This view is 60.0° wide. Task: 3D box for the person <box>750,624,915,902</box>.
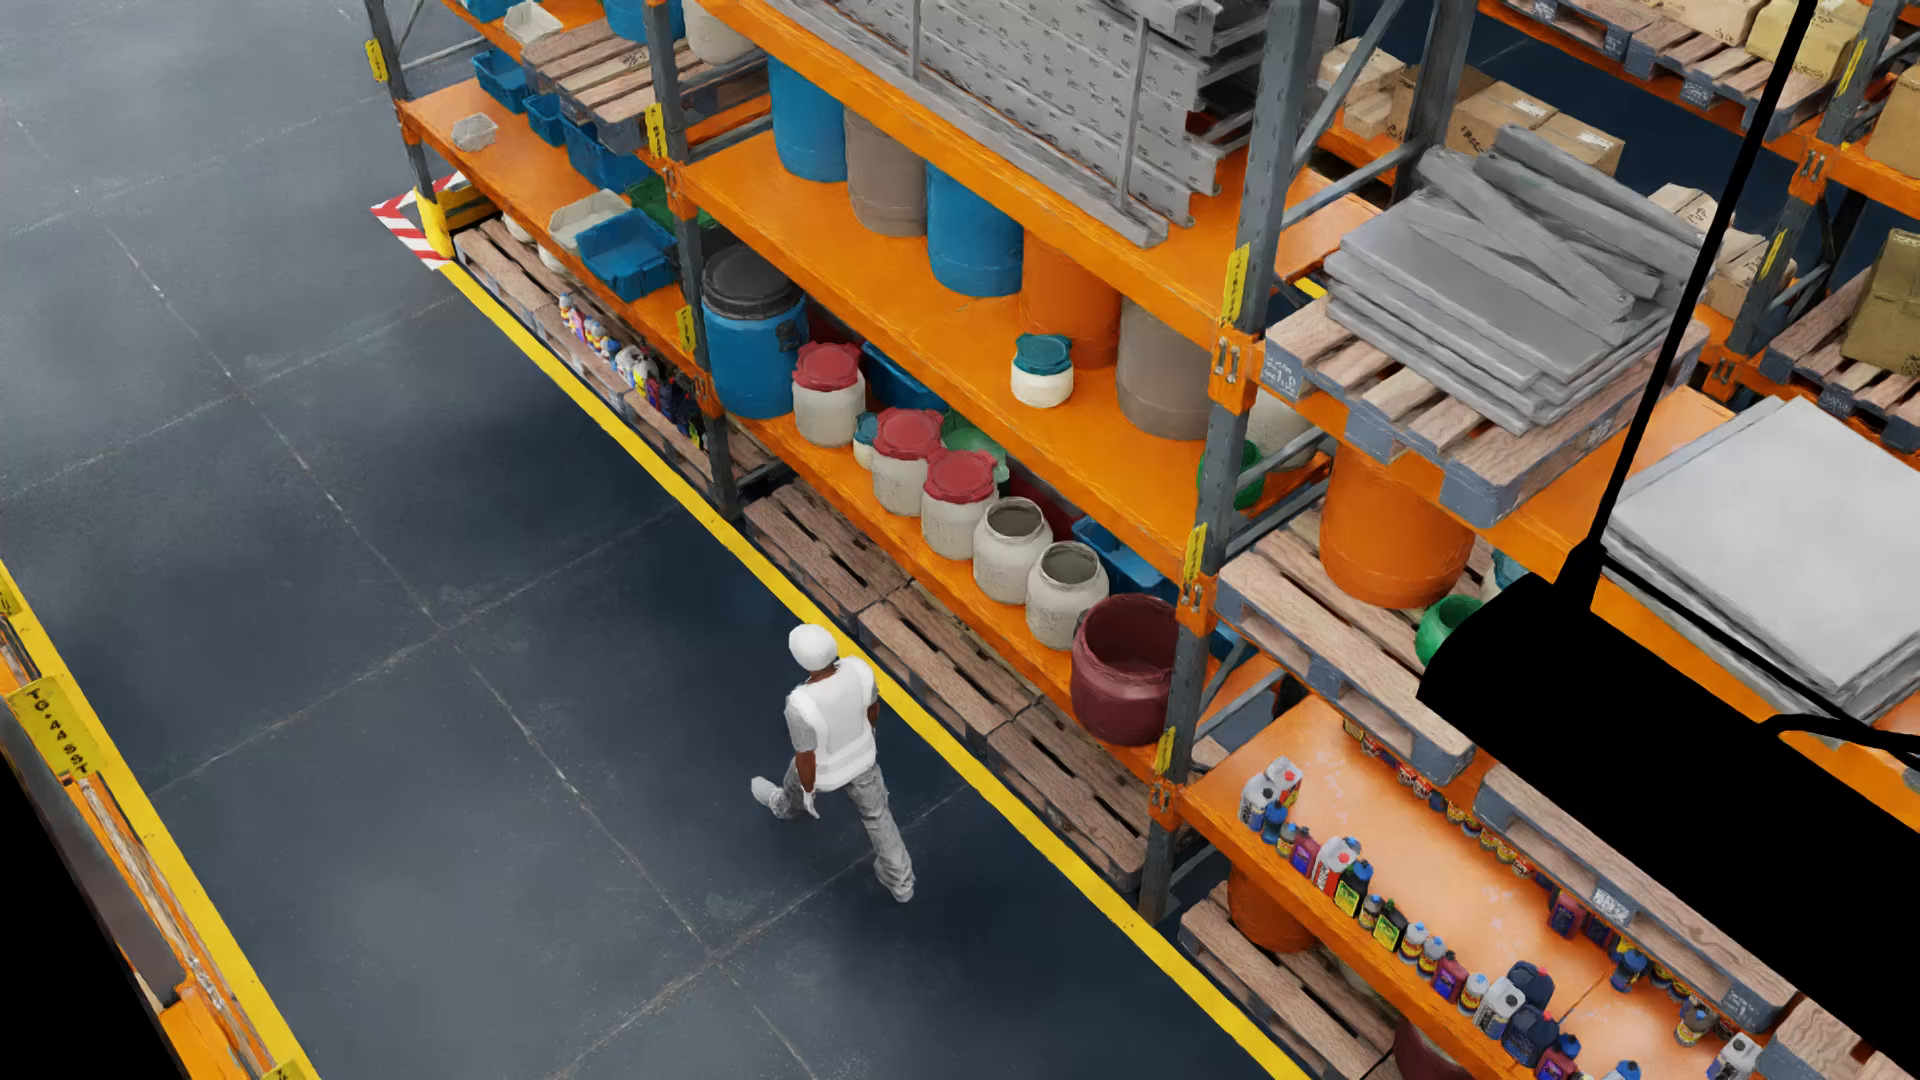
[{"bbox_3d":[-0.658,1.040,8.419,0.566,1.705,1.115,-30,53,-25],"label":"person"}]
